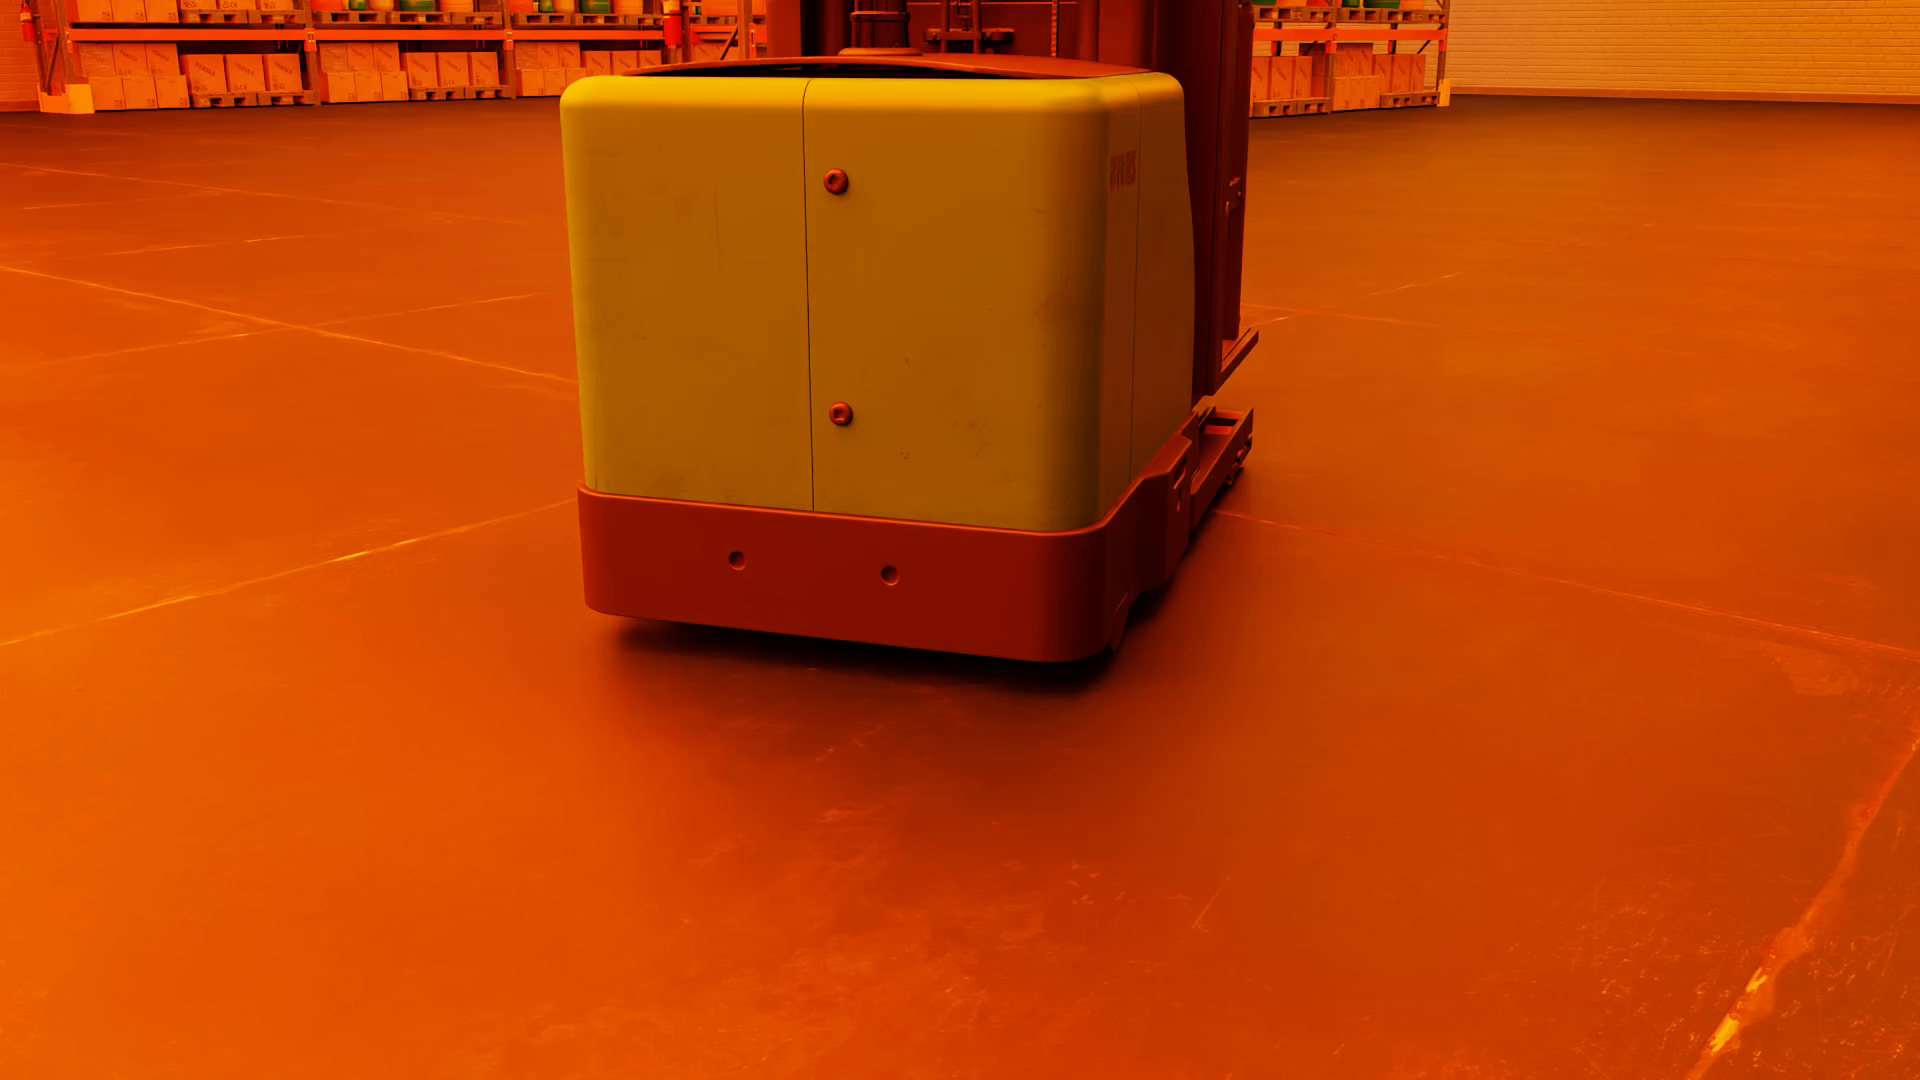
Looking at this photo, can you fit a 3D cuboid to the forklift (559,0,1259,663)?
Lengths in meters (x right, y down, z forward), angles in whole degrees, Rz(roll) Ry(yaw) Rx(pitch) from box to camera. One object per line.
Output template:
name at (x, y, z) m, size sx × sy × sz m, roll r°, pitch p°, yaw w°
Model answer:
forklift at (0.182, -1.571, 4.072) m, size 1.130 × 2.935 × 3.031 m, roll 5°, pitch 18°, yaw 17°
